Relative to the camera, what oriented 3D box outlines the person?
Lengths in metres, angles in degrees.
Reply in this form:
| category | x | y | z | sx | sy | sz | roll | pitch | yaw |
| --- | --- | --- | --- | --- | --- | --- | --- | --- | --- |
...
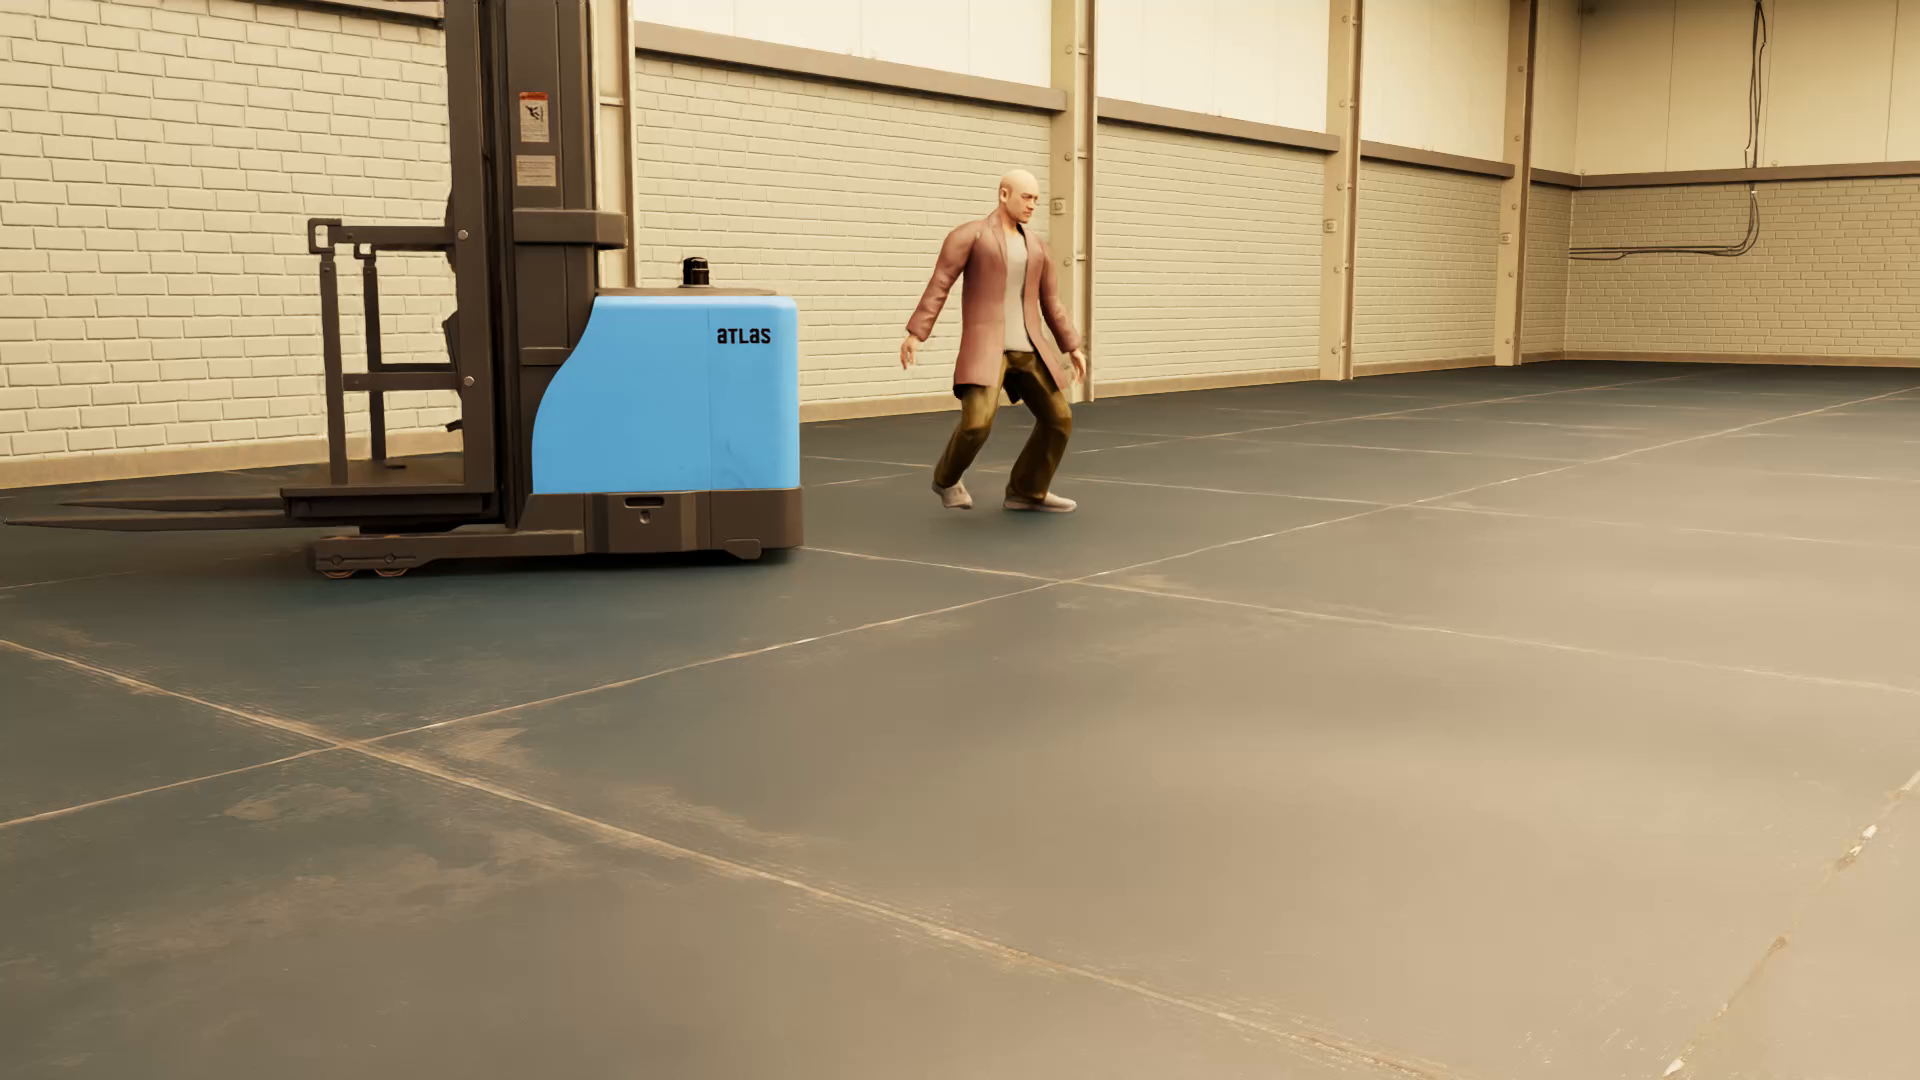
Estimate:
| category | x | y | z | sx | sy | sz | roll | pitch | yaw |
| --- | --- | --- | --- | --- | --- | --- | --- | --- | --- |
| person | 0.176 | -0.947 | 8.103 | 0.939 | 1.687 | 0.577 | -4 | 9 | -25 |

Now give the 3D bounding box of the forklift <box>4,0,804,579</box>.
| category | x | y | z | sx | sy | sz | roll | pitch | yaw |
| --- | --- | --- | --- | --- | --- | --- | --- | --- | --- |
| forklift | -2.206 | -1.383 | 6.735 | 3.031 | 2.935 | 1.130 | -2 | 8 | -11 |
